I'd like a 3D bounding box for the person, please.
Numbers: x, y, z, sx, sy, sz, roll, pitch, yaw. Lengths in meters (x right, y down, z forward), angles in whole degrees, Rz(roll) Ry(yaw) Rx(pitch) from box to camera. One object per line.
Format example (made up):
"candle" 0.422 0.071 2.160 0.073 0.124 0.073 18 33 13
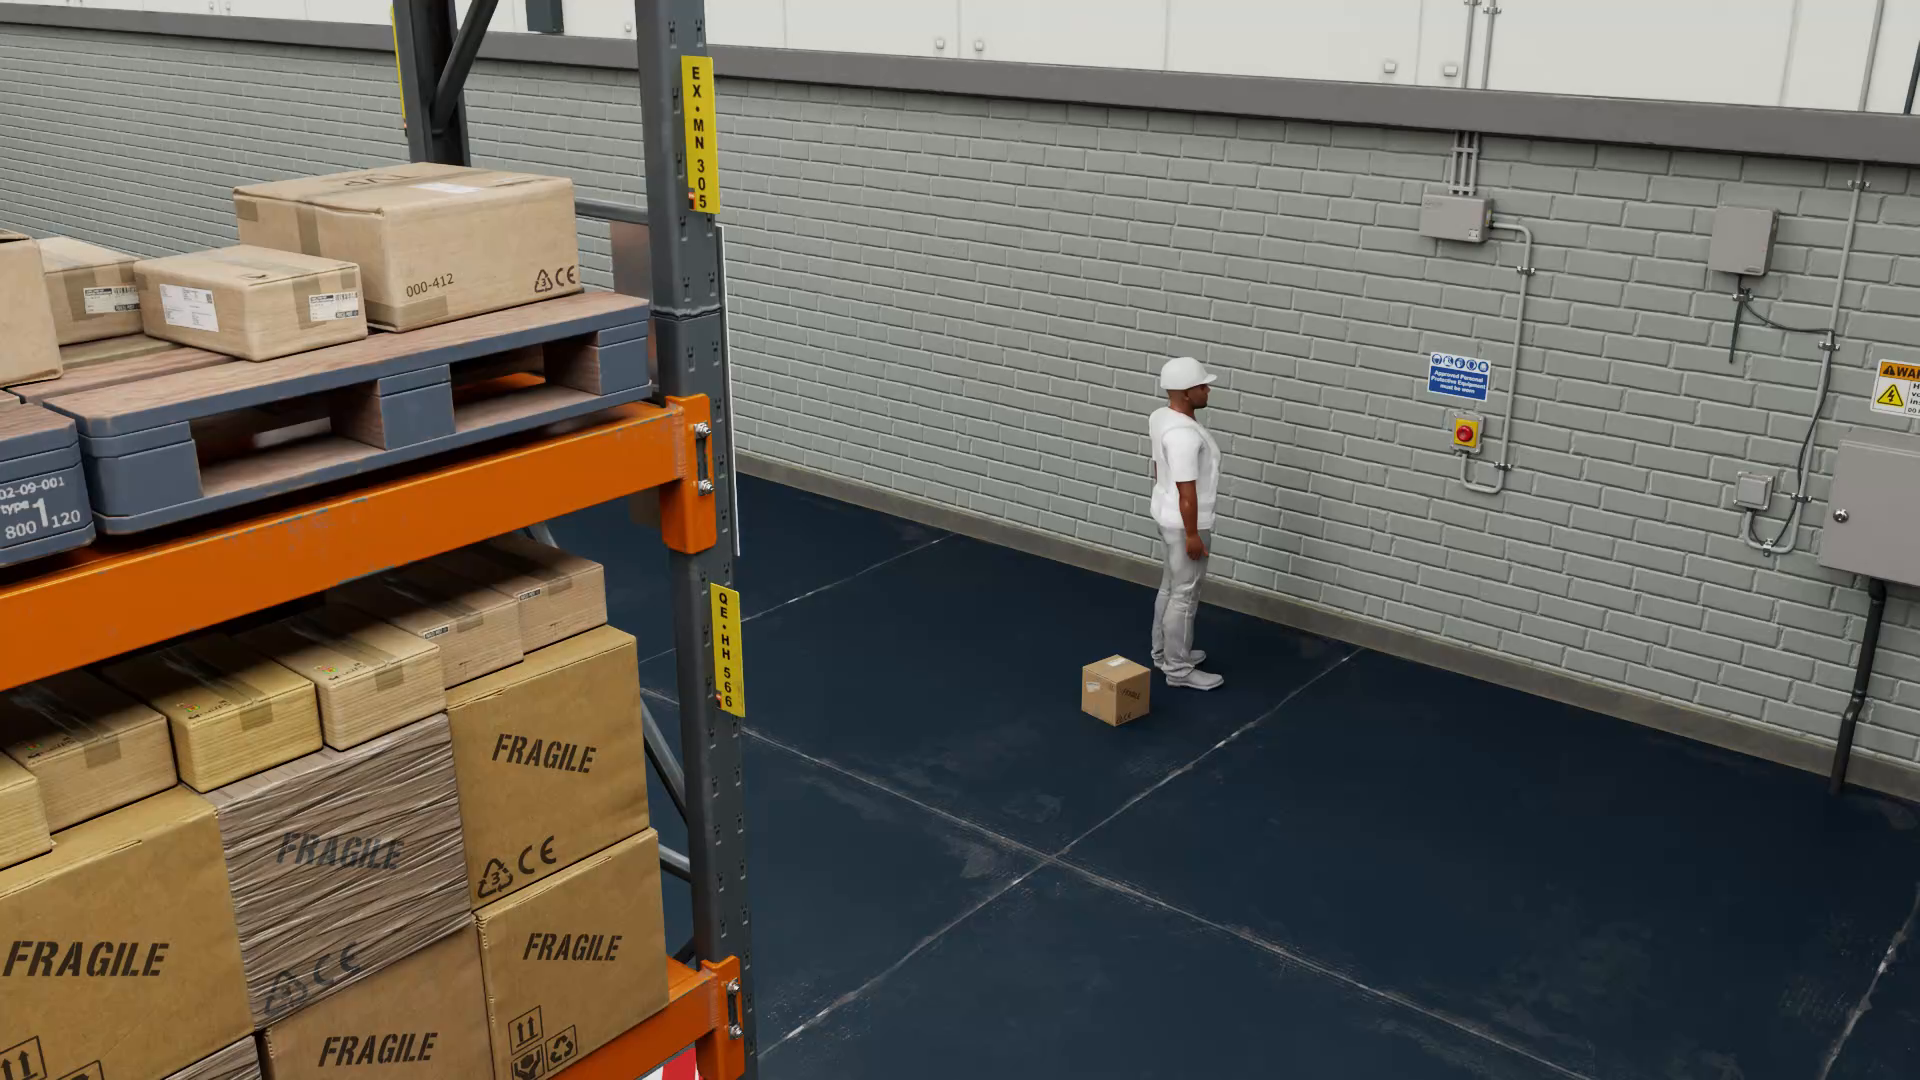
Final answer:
"person" 1.197 -0.102 8.815 0.392 1.770 0.544 -2 20 -7
